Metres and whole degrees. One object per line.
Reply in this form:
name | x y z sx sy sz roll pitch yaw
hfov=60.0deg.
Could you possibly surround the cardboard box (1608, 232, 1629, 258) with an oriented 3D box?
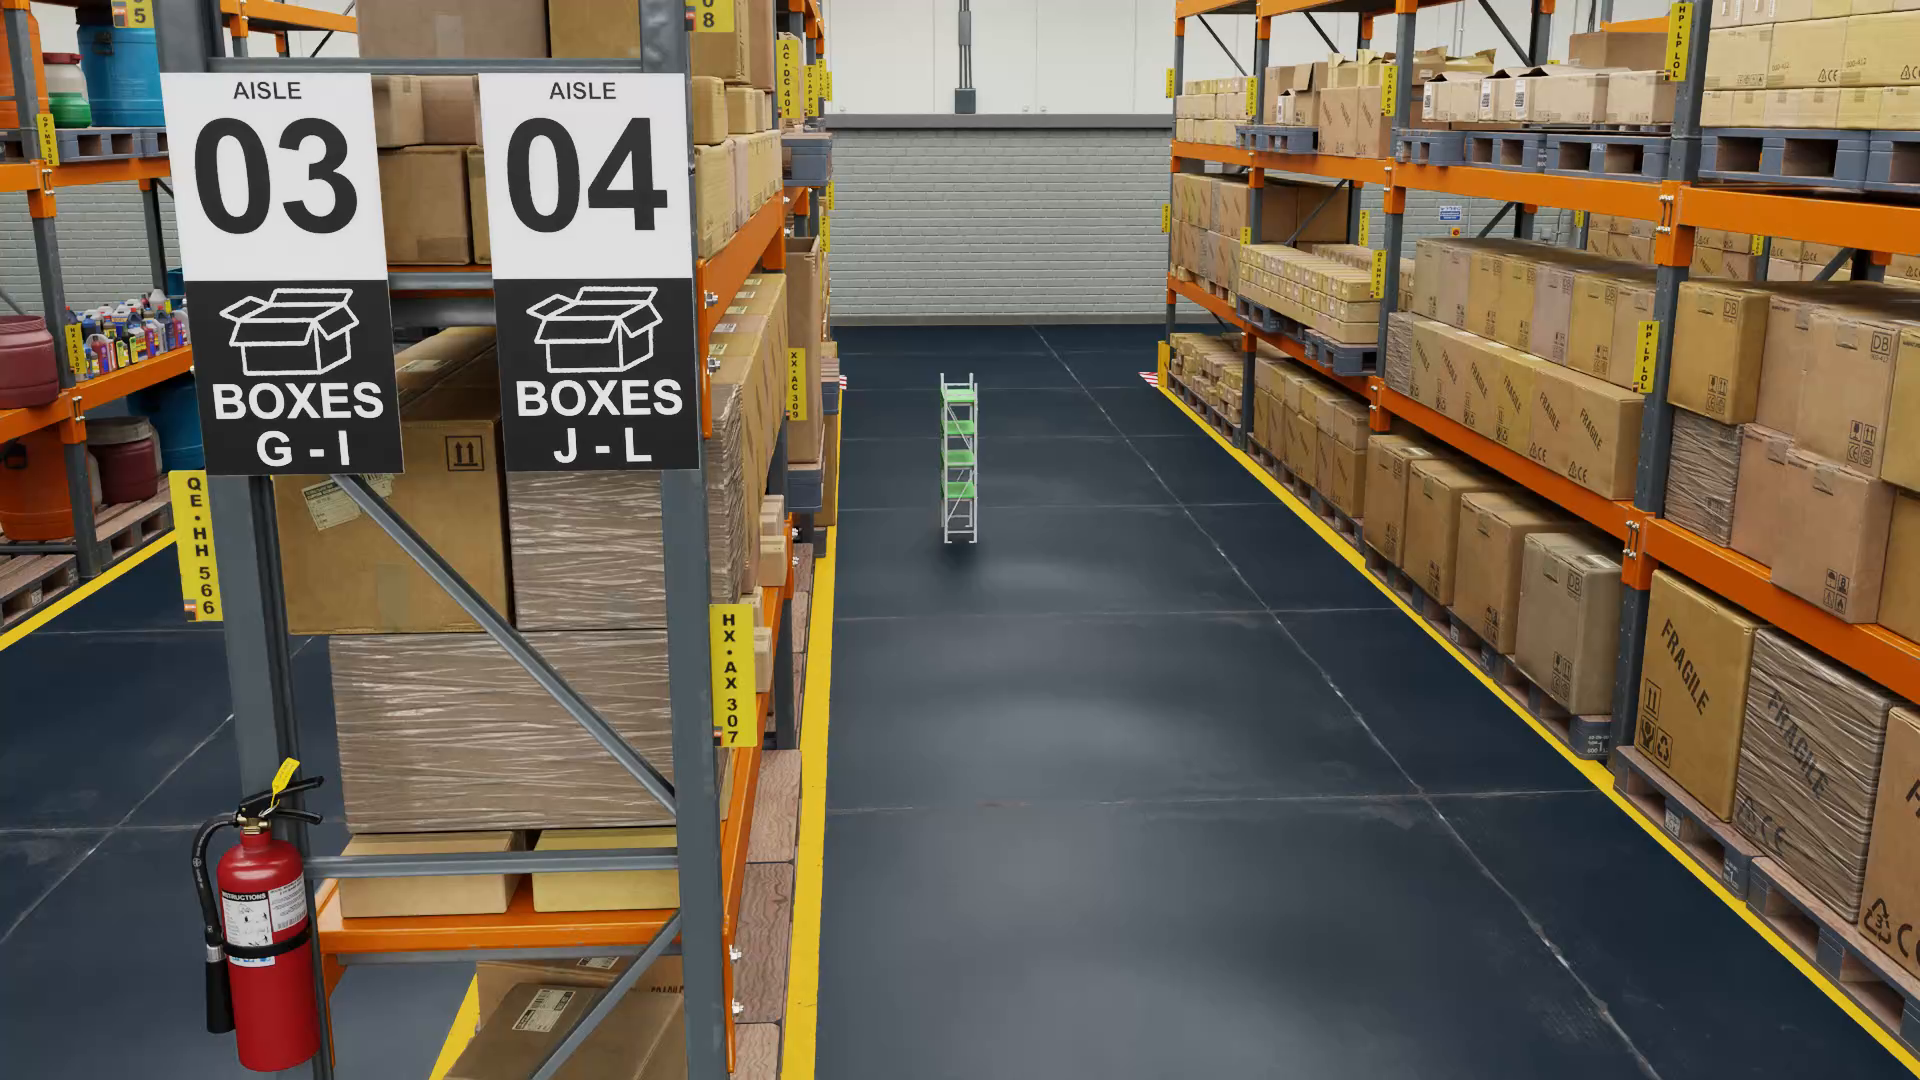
cardboard box | 7.664 -3.207 18.771 0.500 0.500 0.500 -1 14 -4

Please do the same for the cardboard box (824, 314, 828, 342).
cardboard box | -1.798 -1.824 17.016 0.875 0.875 0.875 -1 14 -3

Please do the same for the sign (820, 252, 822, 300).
sign | -0.992 -1.799 11.332 0.100 0.325 0.005 -1 14 -3

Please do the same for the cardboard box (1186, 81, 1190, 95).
cardboard box | 2.662 -4.905 18.050 0.380 0.149 0.250 -1 14 -4

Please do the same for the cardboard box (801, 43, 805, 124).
cardboard box | -1.254 -2.894 10.530 0.500 0.500 0.500 -1 14 -2

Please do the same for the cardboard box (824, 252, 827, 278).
cardboard box | -1.635 -2.828 17.201 0.500 0.250 0.500 -1 14 -3

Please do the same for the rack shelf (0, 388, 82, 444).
rack shelf | -6.353 -0.343 9.284 1.077 0.370 4.000 -1 14 -3

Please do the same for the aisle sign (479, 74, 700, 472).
aisle sign | -0.734 -0.524 3.326 0.394 0.787 0.004 -1 14 -3

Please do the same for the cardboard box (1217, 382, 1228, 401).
cardboard box | 2.776 -1.485 16.561 0.380 0.149 0.250 -1 14 -5

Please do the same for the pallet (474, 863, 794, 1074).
pallet | -1.130 1.550 6.077 1.003 0.211 1.213 -1 14 -3

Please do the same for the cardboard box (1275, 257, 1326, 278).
cardboard box | 2.822 -2.255 13.738 0.380 0.149 0.250 0 14 -1

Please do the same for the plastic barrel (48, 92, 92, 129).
plastic barrel | -6.313 -3.037 11.759 0.294 0.245 0.294 0 14 0

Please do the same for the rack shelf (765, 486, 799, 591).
rack shelf | -1.409 -0.420 9.581 1.077 0.370 4.000 -1 14 -3

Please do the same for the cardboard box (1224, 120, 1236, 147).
cardboard box | 2.856 -3.934 16.078 0.500 0.250 0.500 -1 14 -4

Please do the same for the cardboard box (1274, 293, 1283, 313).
cardboard box | 2.827 -1.964 13.800 0.380 0.149 0.250 -1 14 -4

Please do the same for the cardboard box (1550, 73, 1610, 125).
cardboard box | 3.375 -2.258 8.519 0.500 0.250 0.500 -1 14 -4

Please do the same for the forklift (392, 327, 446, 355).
forklift | -3.389 -1.167 11.180 1.130 2.935 3.031 -1 14 -2

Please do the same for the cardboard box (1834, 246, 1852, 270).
cardboard box | 7.938 -2.581 14.331 0.500 0.500 0.500 -1 14 -5

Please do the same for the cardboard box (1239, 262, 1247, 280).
cardboard box | 2.741 -2.432 15.025 0.380 0.149 0.250 -1 14 -3

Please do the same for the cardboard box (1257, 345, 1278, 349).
cardboard box | 3.340 -2.032 18.090 0.380 0.149 0.250 0 14 -1

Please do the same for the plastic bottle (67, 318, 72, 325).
plastic bottle | -6.866 -1.559 12.800 0.061 0.283 0.133 -1 14 -3

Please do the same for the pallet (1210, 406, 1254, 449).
pallet | 3.099 -1.128 16.486 1.003 0.211 1.213 -1 14 -3

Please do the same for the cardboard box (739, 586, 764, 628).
cardboard box | -0.900 0.273 5.949 0.380 0.149 0.250 -1 14 -3

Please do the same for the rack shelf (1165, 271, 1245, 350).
rack shelf | 3.052 -2.461 17.514 1.077 0.370 4.000 -1 14 -3

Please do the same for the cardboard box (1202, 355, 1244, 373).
cardboard box | 2.740 -1.830 17.305 0.380 0.149 0.250 -1 14 -5

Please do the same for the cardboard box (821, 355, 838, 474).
cardboard box | -1.665 -1.054 14.023 1.225 0.875 0.875 -1 14 -5

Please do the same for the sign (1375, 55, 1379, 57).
sign | 3.729 -4.215 15.041 0.100 0.325 0.005 -1 14 -3

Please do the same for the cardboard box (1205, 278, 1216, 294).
cardboard box | 2.756 -2.645 17.291 0.380 0.149 0.250 -1 14 -2

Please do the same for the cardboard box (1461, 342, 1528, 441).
cardboard box | 3.276 -0.874 9.702 0.500 0.500 0.500 -1 14 -4

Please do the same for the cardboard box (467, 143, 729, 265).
cardboard box | -0.809 -0.780 3.818 0.500 0.250 0.500 0 14 -2

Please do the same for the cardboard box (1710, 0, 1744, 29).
cardboard box | 3.355 -2.195 6.880 0.380 0.149 0.250 -1 14 -3

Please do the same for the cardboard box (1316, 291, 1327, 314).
cardboard box | 2.901 -1.790 12.529 0.380 0.149 0.250 -1 14 -2

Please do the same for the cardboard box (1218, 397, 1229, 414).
cardboard box | 2.798 -1.357 16.661 0.380 0.149 0.250 -1 14 -5

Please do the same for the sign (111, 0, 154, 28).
sign | -1.593 -1.154 3.194 0.100 0.325 0.005 -1 14 -3

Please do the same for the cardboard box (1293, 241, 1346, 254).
cardboard box | 3.397 -2.631 15.936 0.500 0.500 0.500 -1 14 -4

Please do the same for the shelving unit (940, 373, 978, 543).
shelving unit | -0.010 -0.622 12.537 0.258 1.200 0.503 -1 14 -3

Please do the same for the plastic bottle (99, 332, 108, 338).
plastic bottle | -6.250 -1.383 12.139 0.097 0.271 0.097 0 14 0

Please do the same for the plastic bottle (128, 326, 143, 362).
plastic bottle | -6.212 -1.474 12.494 0.097 0.271 0.097 0 14 0

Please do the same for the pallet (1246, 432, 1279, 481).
pallet | 3.225 -0.768 15.086 1.003 0.211 1.213 -1 14 -3

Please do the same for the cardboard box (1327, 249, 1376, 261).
cardboard box | 3.427 -2.454 14.510 0.380 0.149 0.250 -1 14 -5

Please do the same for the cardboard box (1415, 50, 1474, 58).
cardboard box | 3.586 -3.485 12.293 0.396 0.266 0.258 -1 14 -3

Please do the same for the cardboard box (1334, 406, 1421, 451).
cardboard box | 3.119 -0.839 12.436 0.500 0.250 0.500 -1 14 -5

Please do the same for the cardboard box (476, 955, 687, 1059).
cardboard box | -1.131 1.428 5.132 0.500 0.500 0.500 3 15 11

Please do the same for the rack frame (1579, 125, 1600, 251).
rack frame | 7.862 -3.408 19.752 1.000 3.000 0.127 -1 14 -3

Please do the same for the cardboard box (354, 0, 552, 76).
cardboard box | -1.386 -1.545 4.690 0.500 0.500 0.500 -1 14 -3

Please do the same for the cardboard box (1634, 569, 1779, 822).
cardboard box | 3.640 0.661 7.359 0.875 0.875 0.875 -1 14 -3

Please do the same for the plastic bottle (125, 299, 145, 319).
plastic bottle | -7.053 -1.912 14.186 0.152 0.276 0.135 -1 14 -3

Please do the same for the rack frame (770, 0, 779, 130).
rack frame | -1.285 -3.176 6.811 1.000 3.000 0.127 -1 14 -3

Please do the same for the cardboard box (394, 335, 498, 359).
cardboard box | -1.383 -0.334 5.001 0.500 0.500 0.500 -1 14 -3

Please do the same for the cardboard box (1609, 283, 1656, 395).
cardboard box | 3.635 -0.978 8.101 0.700 0.500 0.500 -1 14 -4

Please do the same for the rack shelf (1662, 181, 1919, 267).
rack shelf | 3.795 -0.929 5.541 1.077 0.370 4.000 -1 14 -3

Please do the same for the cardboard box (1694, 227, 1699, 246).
cardboard box | 7.741 -3.312 17.171 0.500 0.500 0.500 -1 14 -3

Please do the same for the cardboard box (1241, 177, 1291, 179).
cardboard box | 3.277 -3.618 17.764 0.500 0.500 0.500 0 14 -1

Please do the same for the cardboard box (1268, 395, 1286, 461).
cardboard box | 2.991 -0.985 14.509 0.500 0.500 0.500 0 14 -1

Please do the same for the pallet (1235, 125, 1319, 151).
pallet | 3.108 -3.518 14.538 1.213 0.211 1.003 -1 14 -3
